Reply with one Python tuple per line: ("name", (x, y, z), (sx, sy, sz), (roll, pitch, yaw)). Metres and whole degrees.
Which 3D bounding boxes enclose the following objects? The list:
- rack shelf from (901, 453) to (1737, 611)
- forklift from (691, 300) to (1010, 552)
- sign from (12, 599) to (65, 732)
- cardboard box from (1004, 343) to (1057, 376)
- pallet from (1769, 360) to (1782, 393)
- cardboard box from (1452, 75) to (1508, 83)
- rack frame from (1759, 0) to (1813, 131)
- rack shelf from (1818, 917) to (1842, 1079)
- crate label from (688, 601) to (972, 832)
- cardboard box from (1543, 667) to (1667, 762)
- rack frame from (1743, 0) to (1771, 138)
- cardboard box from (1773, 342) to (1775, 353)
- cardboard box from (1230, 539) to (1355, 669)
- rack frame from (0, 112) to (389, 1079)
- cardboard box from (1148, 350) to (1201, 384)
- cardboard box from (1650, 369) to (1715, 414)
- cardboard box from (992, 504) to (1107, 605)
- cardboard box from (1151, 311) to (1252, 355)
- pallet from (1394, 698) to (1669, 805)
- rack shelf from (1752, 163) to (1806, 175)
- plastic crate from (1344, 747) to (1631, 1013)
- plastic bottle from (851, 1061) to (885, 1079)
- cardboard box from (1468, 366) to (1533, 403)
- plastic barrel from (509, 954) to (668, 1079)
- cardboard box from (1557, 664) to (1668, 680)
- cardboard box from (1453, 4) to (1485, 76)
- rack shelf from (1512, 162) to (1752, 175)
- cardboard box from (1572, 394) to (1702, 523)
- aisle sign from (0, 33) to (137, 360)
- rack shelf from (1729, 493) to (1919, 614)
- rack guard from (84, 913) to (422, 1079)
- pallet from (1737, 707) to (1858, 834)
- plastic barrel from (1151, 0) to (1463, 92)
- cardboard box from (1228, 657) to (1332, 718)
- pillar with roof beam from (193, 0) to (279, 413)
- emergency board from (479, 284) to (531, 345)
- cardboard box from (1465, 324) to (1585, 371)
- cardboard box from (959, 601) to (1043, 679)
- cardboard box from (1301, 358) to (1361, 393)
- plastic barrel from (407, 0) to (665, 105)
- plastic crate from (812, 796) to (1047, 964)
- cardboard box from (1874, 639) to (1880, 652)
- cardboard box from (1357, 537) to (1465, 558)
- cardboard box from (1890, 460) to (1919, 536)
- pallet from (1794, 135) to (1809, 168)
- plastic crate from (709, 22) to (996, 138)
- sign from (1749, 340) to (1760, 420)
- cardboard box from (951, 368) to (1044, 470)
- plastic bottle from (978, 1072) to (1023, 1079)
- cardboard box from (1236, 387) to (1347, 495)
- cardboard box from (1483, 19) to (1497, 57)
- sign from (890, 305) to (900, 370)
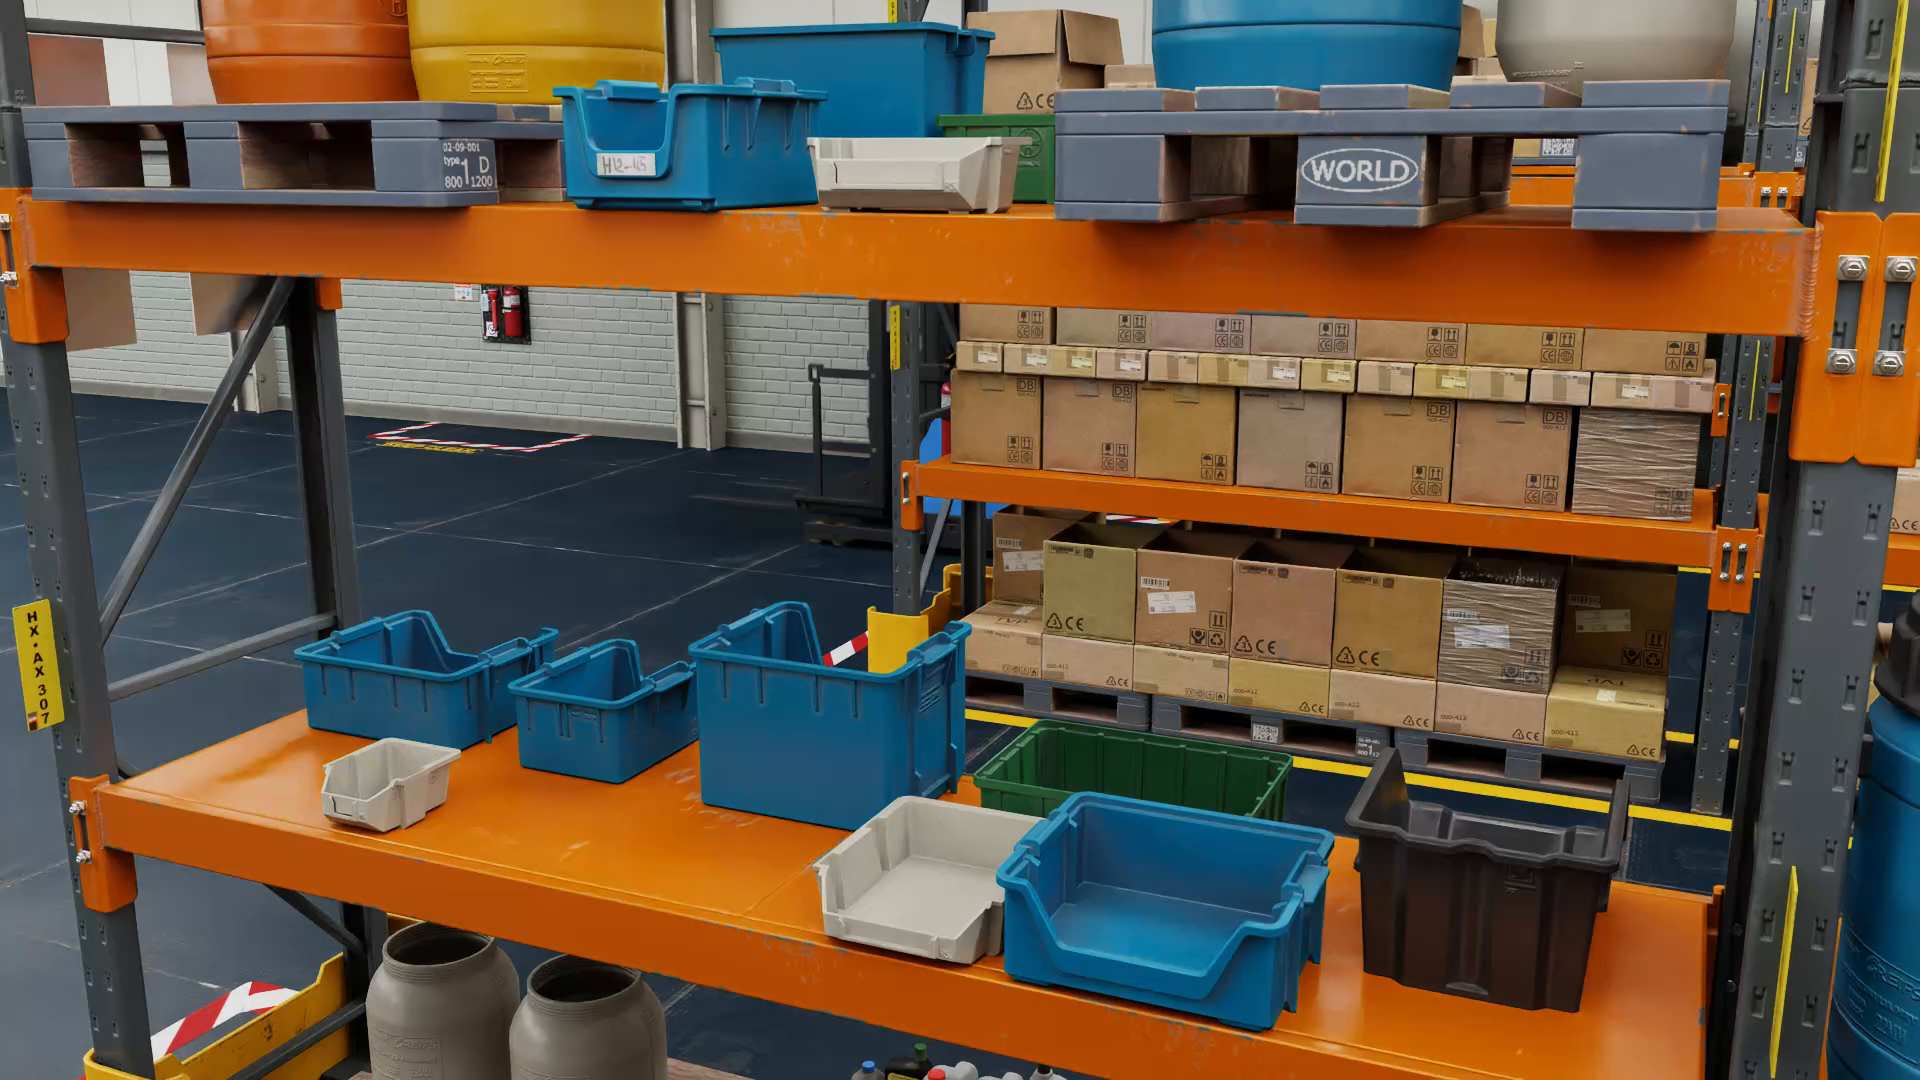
("rack shelf", (1.725, -0.160, 8.444), (4.000, 0.370, 1.077), (6, 14, 23))
("forklift", (-0.629, -1.491, 12.692), (3.031, 2.935, 1.130), (6, 14, 23))
("sign", (-2.340, 0.319, 4.223), (0.005, 0.325, 0.100), (6, 14, 23))
("cardboard box", (0.411, -0.954, 8.617), (0.250, 0.149, 0.380), (5, 14, 22))
("pallet", (6.197, -1.165, 11.575), (1.213, 0.211, 1.003), (6, 14, 23))
("cardboard box", (2.340, -1.990, 7.428), (0.250, 0.149, 0.380), (6, 14, 23))
("rack frame", (3.554, -3.246, 6.888), (0.127, 3.000, 1.000), (6, 14, 23))
("rack shelf", (3.373, 1.245, 2.459), (4.000, 0.370, 1.077), (6, 14, 23))
("crate label", (-0.321, 0.436, 4.254), (0.616, 0.435, 0.502), (6, 14, 23))
("cardboard box", (3.042, 0.812, 7.828), (0.500, 0.250, 0.500), (6, 14, 23))
("rack frame", (5.557, -4.281, 11.299), (0.127, 3.000, 1.000), (6, 14, 23))
("cardboard box", (6.009, -1.569, 11.691), (0.500, 0.500, 0.700), (6, 14, 23))
("cardboard box", (1.667, 0.310, 8.328), (0.500, 0.500, 0.500), (6, 14, 23))
("rack frame", (-2.113, 0.339, 4.743), (0.127, 3.000, 1.000), (6, 14, 23))
("cardboard box", (1.113, -0.883, 8.313), (0.250, 0.149, 0.380), (5, 14, 21))
("cardboard box", (3.219, -0.670, 7.404), (0.250, 0.149, 0.380), (6, 14, 23))
("cardboard box", (0.508, 0.062, 9.385), (0.500, 0.500, 0.500), (6, 14, 23))
("cardboard box", (1.311, -1.231, 8.374), (0.500, 0.500, 0.700), (6, 14, 23))
("pallet", (2.844, 0.950, 8.243), (1.213, 0.211, 1.003), (6, 14, 23))
("rack shelf", (7.386, -2.285, 10.935), (4.000, 0.370, 1.077), (6, 14, 23))
("plastic crate", (1.117, 0.665, 3.492), (0.504, 0.338, 0.767), (6, 14, 23))
("plastic bottle", (-0.256, 1.566, 4.678), (0.097, 0.201, 0.097), (0, 13, 0))
("cardboard box", (2.512, -0.741, 7.707), (0.250, 0.149, 0.380), (6, 14, 23))
("plastic barrel", (-1.022, 1.437, 4.590), (0.421, 0.512, 0.421), (0, 13, 0))
("cardboard box", (3.253, 0.703, 8.292), (0.500, 0.250, 0.500), (6, 14, 23))
("cardboard box", (2.099, -2.287, 7.917), (0.637, 0.503, 0.797), (8, 15, 29))
("rack shelf", (3.728, -2.655, 12.512), (4.000, 0.370, 1.077), (6, 14, 23))
("cardboard box", (3.146, -0.413, 7.731), (0.500, 0.500, 0.700), (5, 14, 22))
("aisle sign", (-2.297, -0.872, 4.214), (0.004, 0.787, 0.394), (6, 14, 23))
("rack shelf", (5.383, 0.210, 6.867), (4.000, 0.370, 1.077), (6, 14, 23))
("rack guard", (-2.024, 1.553, 5.040), (0.348, 0.500, 1.175), (6, 14, 23))
("pallet", (4.243, 1.093, 7.636), (1.213, 0.211, 1.003), (6, 14, 23))
("plastic barrel", (0.678, -1.314, 3.206), (0.708, 0.901, 0.600), (6, 14, 23))
("cardboard box", (1.668, 0.674, 8.414), (0.500, 0.250, 0.500), (6, 14, 23))
("pillar with roof beam", (-9.825, -4.978, 14.270), (0.400, 9.000, 9.100), (6, 14, 23))
("emergency board", (-4.840, -2.638, 17.430), (0.643, 1.169, 0.194), (6, 14, 23))
("cardboard box", (2.683, -1.091, 7.781), (0.500, 0.500, 0.700), (6, 14, 23))
("cardboard box", (0.297, 0.535, 9.007), (0.500, 0.250, 0.500), (6, 14, 23))
("cardboard box", (1.814, -0.812, 8.008), (0.250, 0.149, 0.380), (6, 15, 25))
("plastic barrel", (-1.019, -1.338, 3.994), (0.600, 0.588, 0.600), (0, 13, 0))
("plastic crate", (-0.043, 0.740, 3.611), (0.437, 0.136, 0.530), (6, 14, 23))
("cardboard box", (4.040, 0.514, 7.871), (0.500, 0.311, 0.500), (6, 14, 23))
("cardboard box", (2.342, 0.243, 8.610), (0.500, 0.500, 0.500), (6, 14, 23))
("cardboard box", (4.022, -0.215, 7.435), (0.500, 0.250, 0.500), (7, 15, 27))
("pallet", (6.078, -2.649, 11.325), (1.003, 0.211, 1.213), (6, 14, 23))
("plastic crate", (-0.247, -1.000, 3.918), (0.575, 0.384, 0.392), (6, 14, 23))
("sign", (3.331, -0.669, 6.971), (0.005, 0.325, 0.100), (6, 14, 23))
("cardboard box", (0.318, -0.698, 8.944), (0.500, 0.500, 0.700), (6, 14, 23))
("plastic bottle", (0.090, 1.571, 4.491), (0.135, 0.276, 0.152), (5, 14, 22))
("cardboard box", (1.735, -0.555, 8.336), (0.500, 0.500, 0.700), (6, 15, 25))
("cardboard box", (4.002, -3.450, 11.873), (0.500, 0.500, 0.500), (5, 14, 21))
("sign", (-0.333, -1.040, 8.551), (0.005, 0.325, 0.100), (6, 14, 23))
